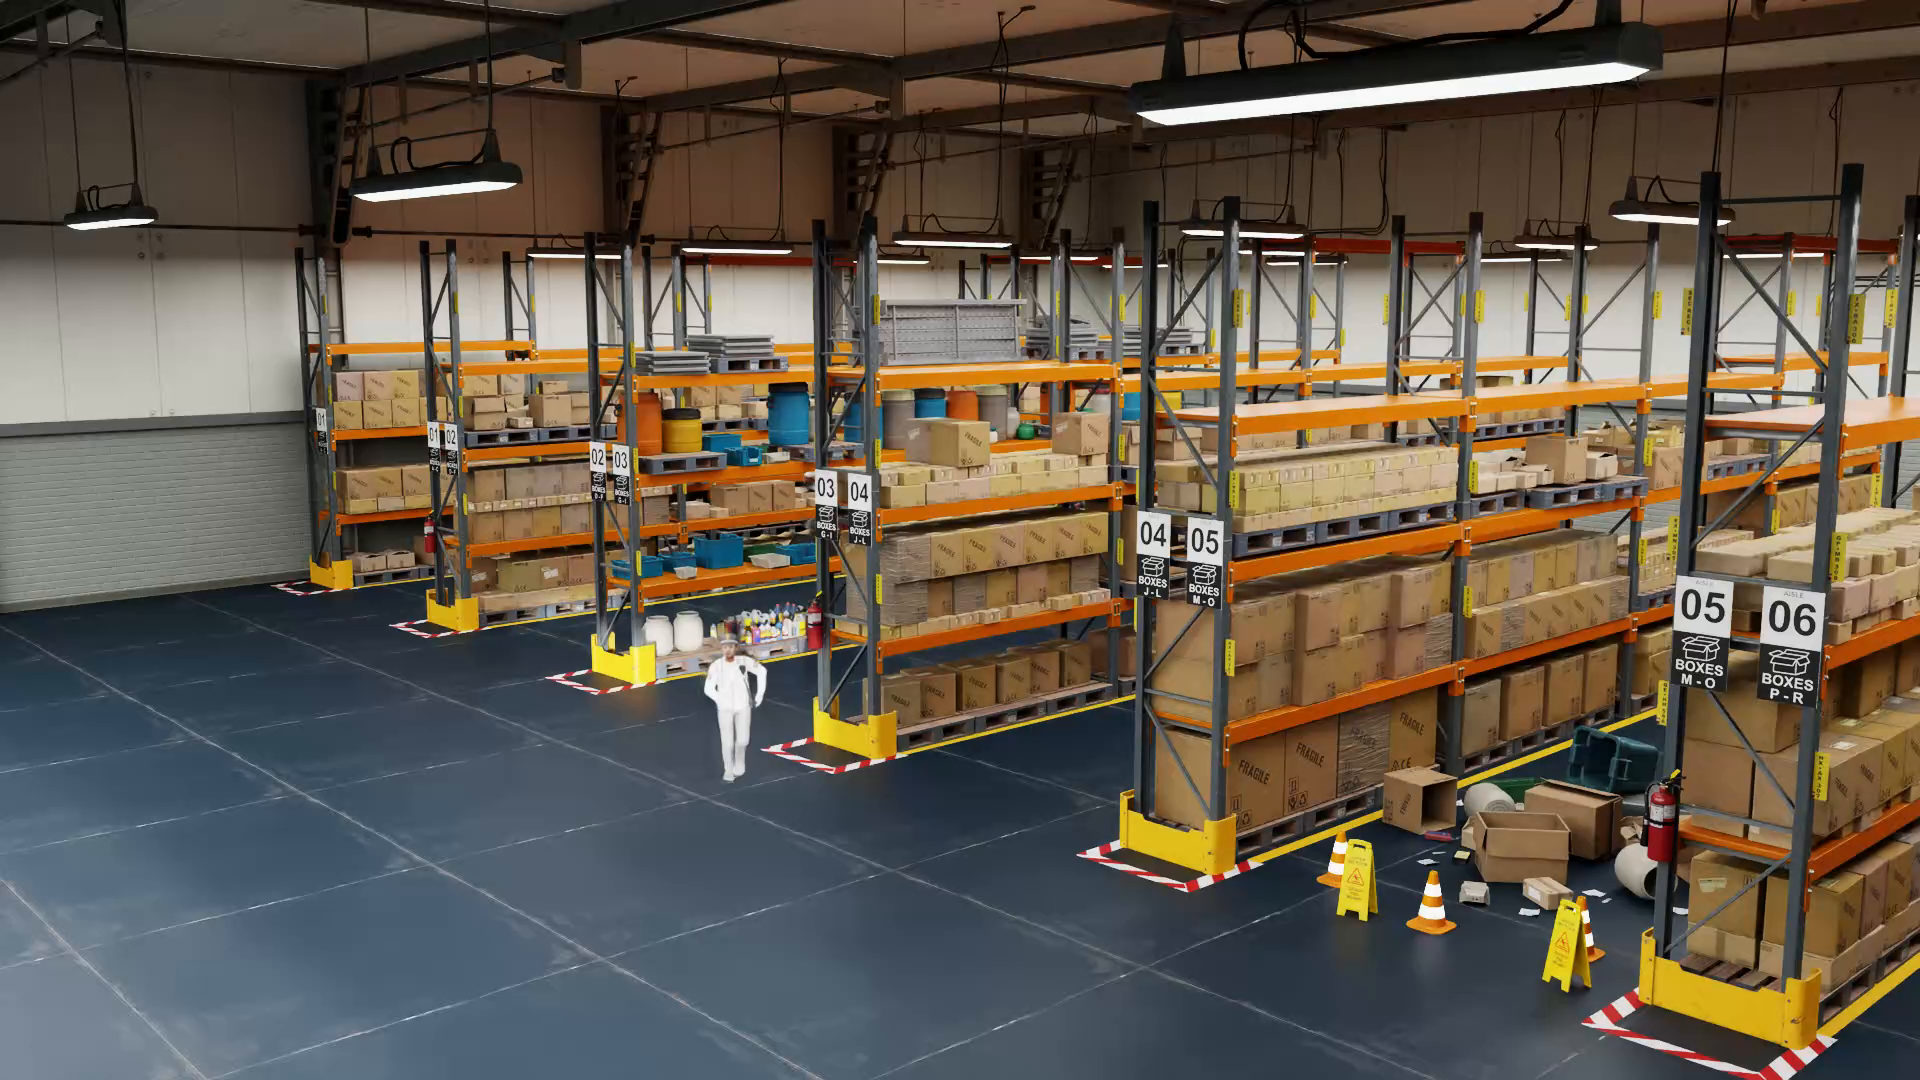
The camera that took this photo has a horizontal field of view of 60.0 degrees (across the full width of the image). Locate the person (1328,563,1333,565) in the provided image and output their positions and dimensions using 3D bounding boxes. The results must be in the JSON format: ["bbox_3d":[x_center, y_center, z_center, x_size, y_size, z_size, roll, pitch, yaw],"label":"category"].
[{"bbox_3d":[4.861,1.060,22.039,0.669,1.794,0.991,8,12,43],"label":"person"}]

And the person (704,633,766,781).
[{"bbox_3d":[-2.370,1.779,17.565,0.638,1.653,0.730,-1,8,-4],"label":"person"}]

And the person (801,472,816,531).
[{"bbox_3d":[-2.900,-0.505,32.745,0.646,1.764,0.927,7,11,40],"label":"person"}]
